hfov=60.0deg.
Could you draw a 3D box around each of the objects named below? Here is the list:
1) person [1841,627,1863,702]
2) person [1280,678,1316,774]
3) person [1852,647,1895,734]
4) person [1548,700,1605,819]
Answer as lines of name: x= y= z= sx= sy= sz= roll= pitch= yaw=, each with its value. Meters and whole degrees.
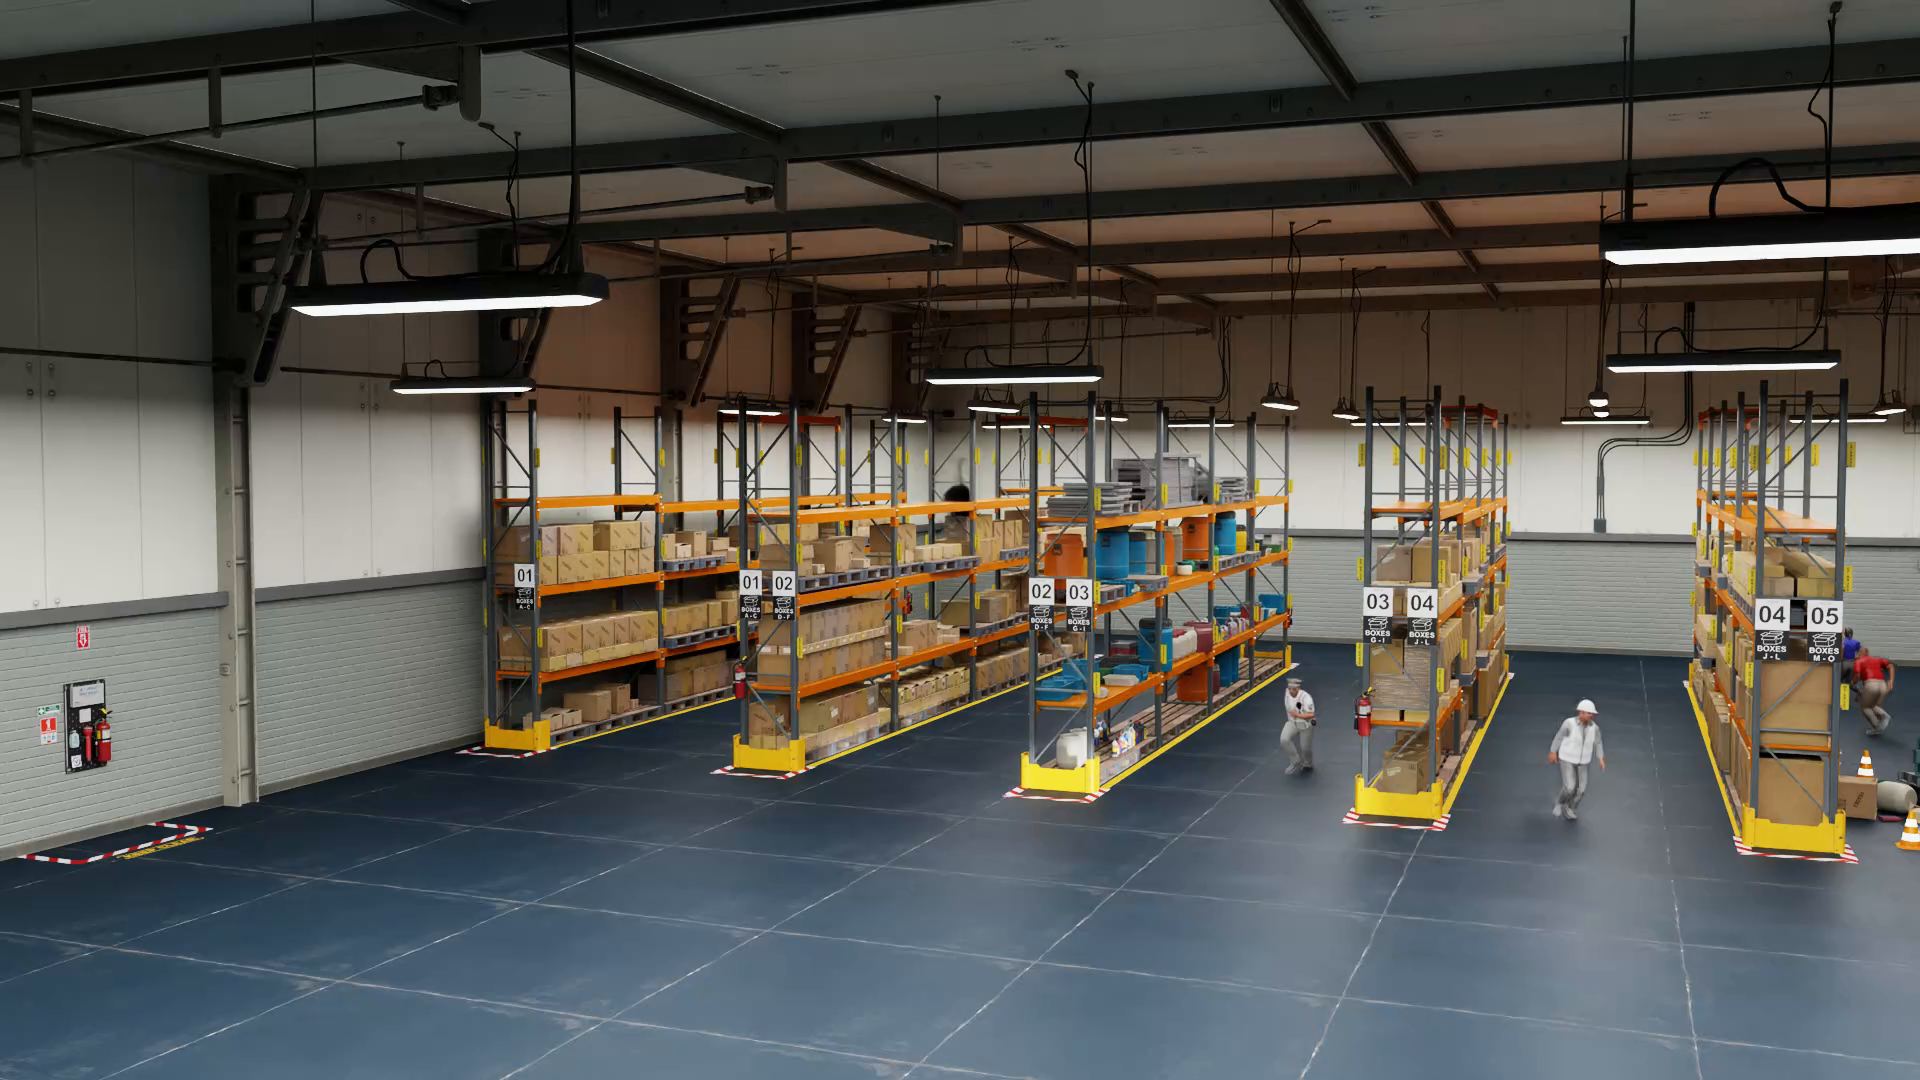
person: x=17.876 y=2.562 z=33.418 sx=0.587 sy=1.610 sz=0.646 roll=0 pitch=3 yaw=-3
person: x=5.393 y=2.914 z=26.277 sx=0.630 sy=1.541 sz=1.146 roll=2 pitch=3 yaw=36
person: x=16.662 y=2.748 z=30.286 sx=0.693 sy=1.542 sz=0.848 roll=0 pitch=3 yaw=-4
person: x=8.491 y=3.019 z=22.847 sx=0.625 sy=1.695 sz=0.676 roll=0 pitch=3 yaw=-7
